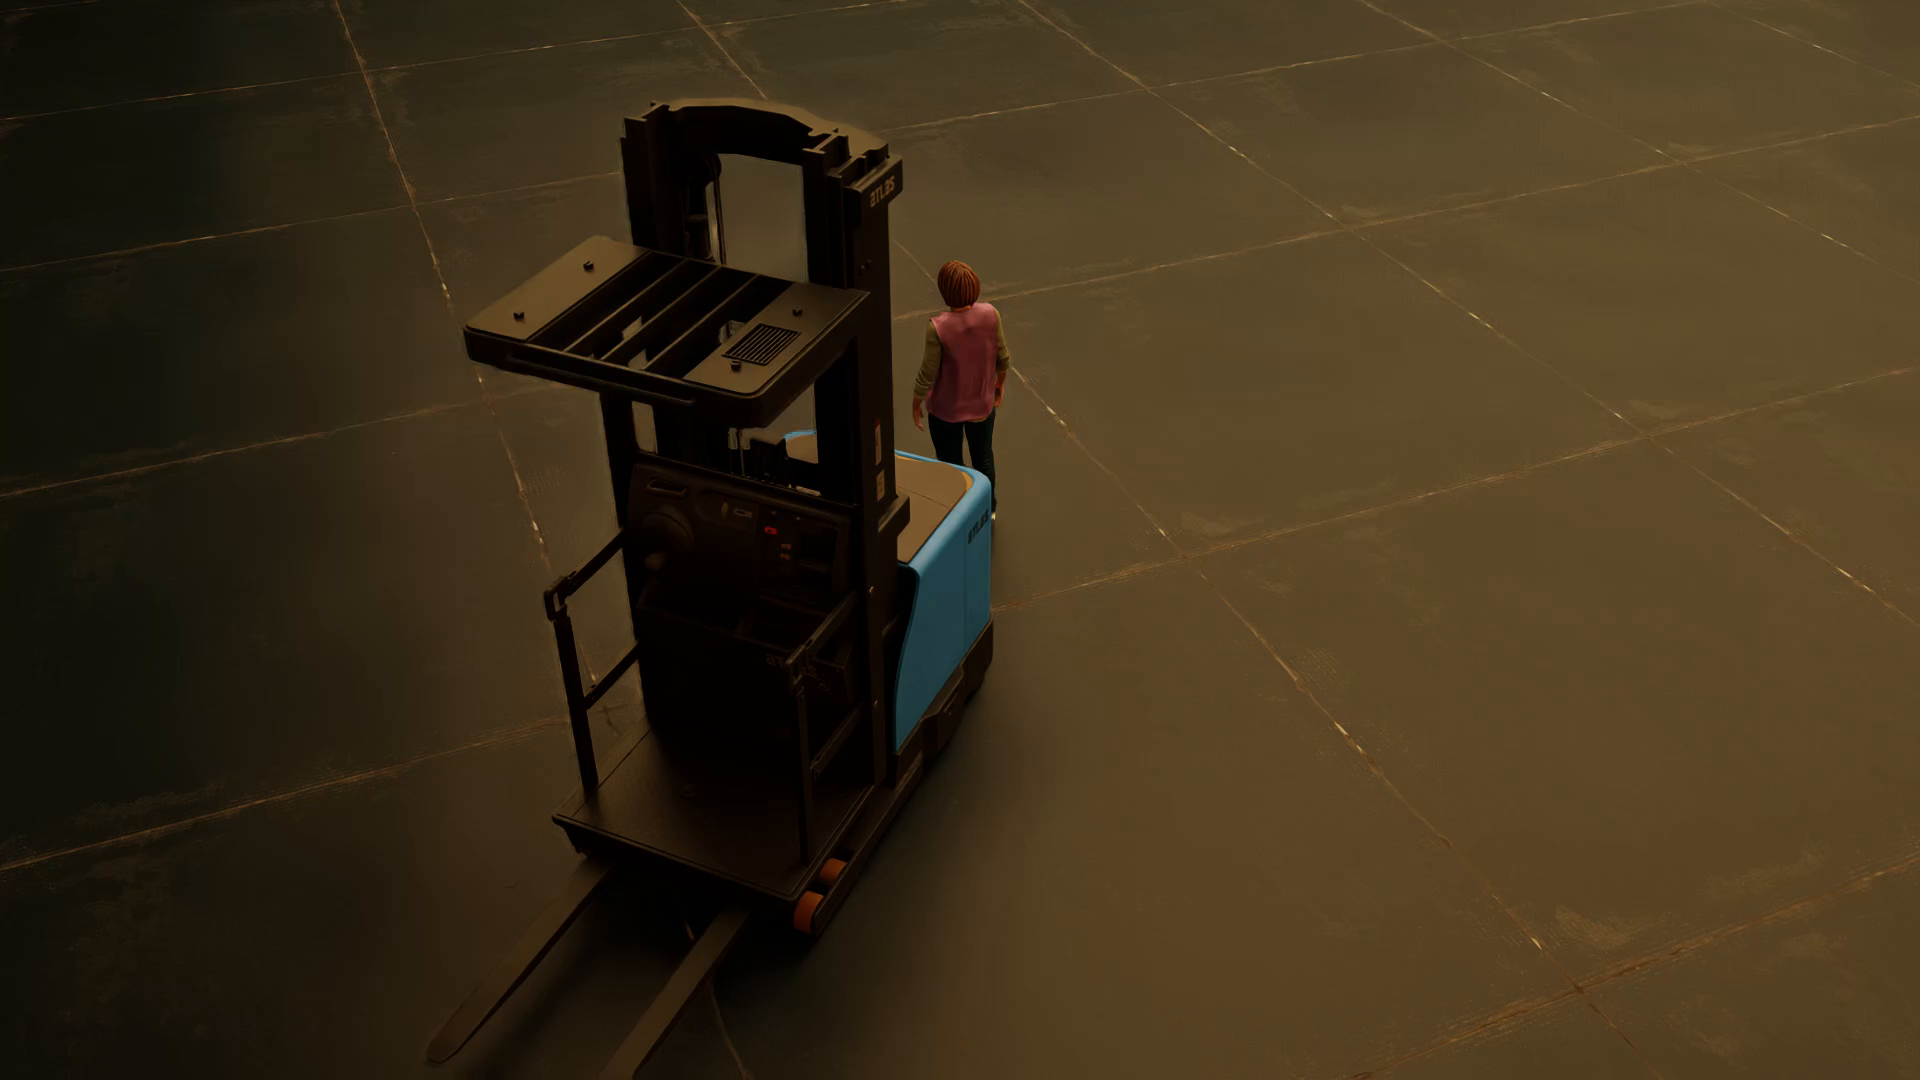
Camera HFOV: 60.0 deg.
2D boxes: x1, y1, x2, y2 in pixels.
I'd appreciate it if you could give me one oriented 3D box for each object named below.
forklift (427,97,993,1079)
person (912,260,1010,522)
[{"bbox_3d":[-0.915,0.052,6.026,1.130,2.935,3.031,15,38,20],"label":"forklift"},{"bbox_3d":[-0.016,-0.699,8.221,0.521,1.597,0.474,-14,38,-19],"label":"person"}]
